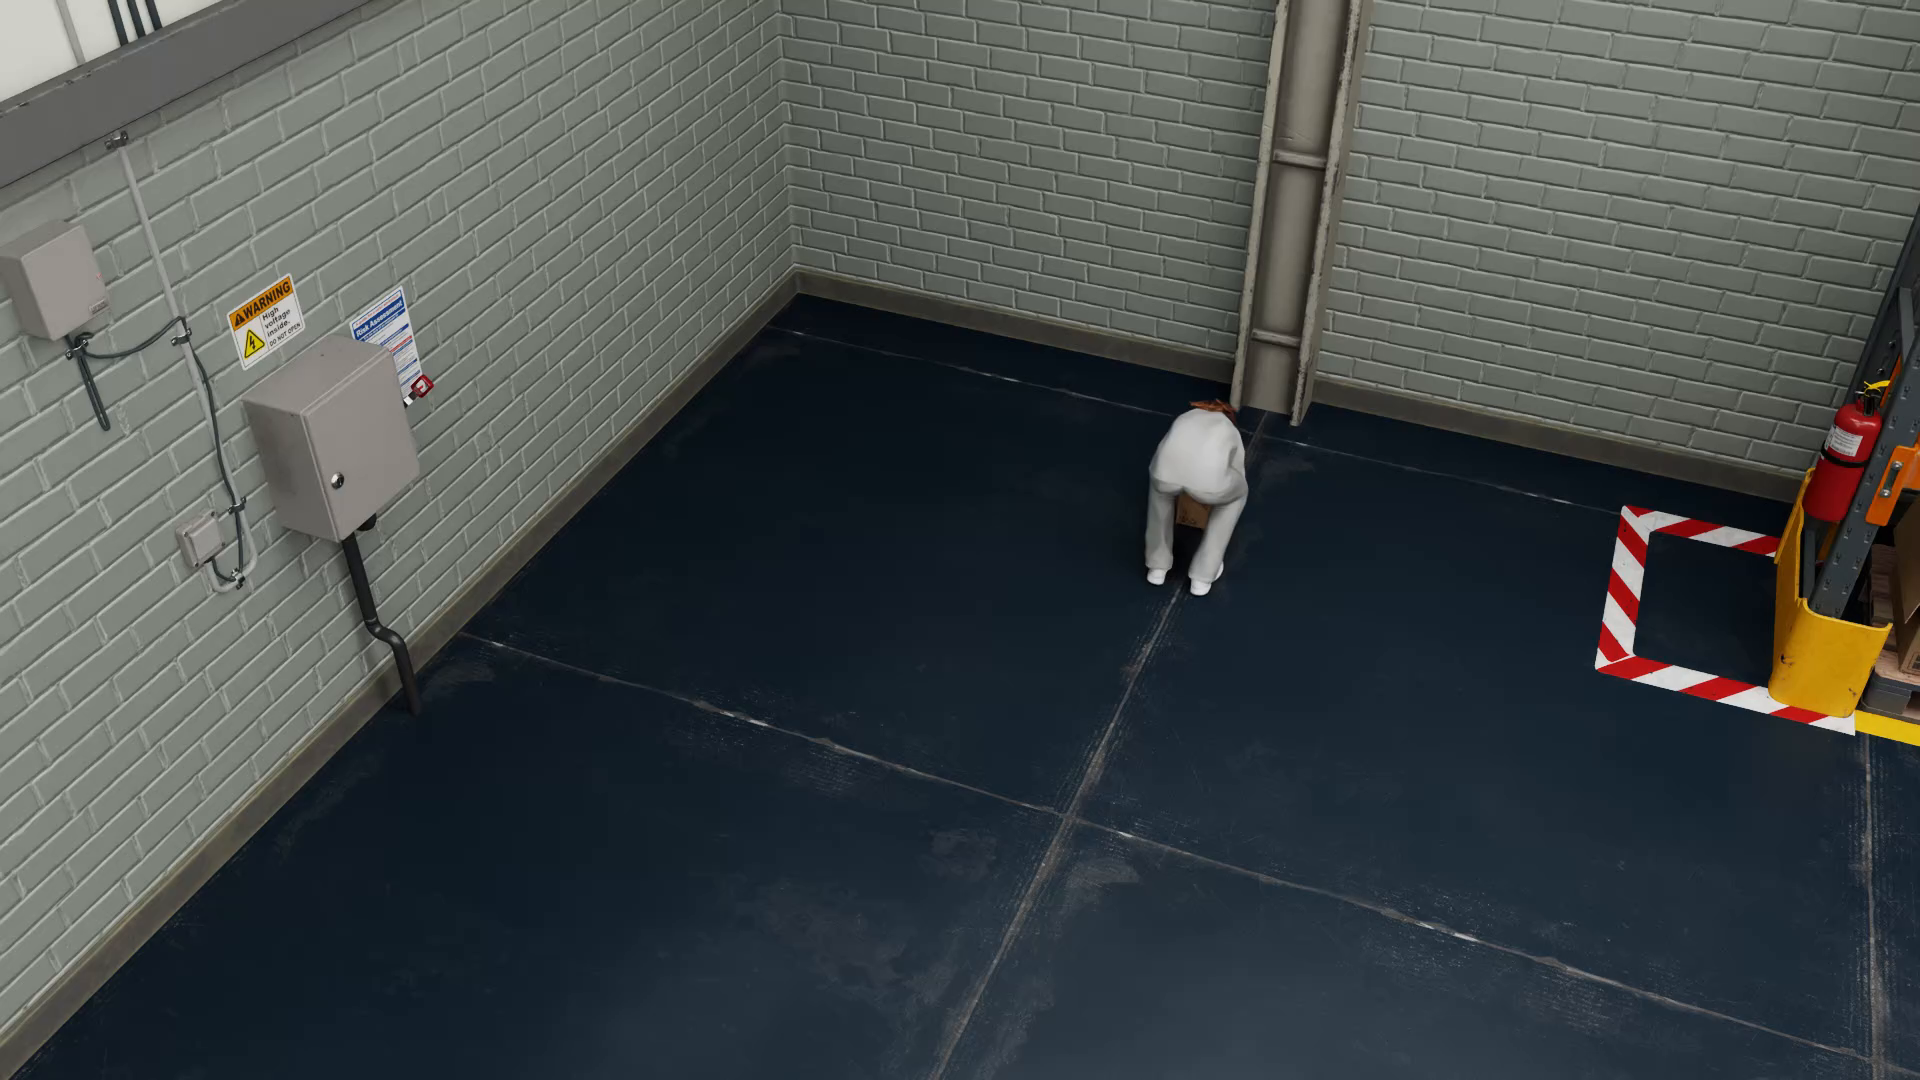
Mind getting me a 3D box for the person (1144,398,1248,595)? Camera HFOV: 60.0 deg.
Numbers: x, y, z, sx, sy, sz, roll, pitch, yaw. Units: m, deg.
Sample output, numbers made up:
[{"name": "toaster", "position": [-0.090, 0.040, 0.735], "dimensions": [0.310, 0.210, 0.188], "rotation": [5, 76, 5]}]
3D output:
[{"name": "person", "position": [1.121, -0.270, 7.831], "dimensions": [0.474, 0.866, 0.850], "rotation": [12, 39, 15]}]
